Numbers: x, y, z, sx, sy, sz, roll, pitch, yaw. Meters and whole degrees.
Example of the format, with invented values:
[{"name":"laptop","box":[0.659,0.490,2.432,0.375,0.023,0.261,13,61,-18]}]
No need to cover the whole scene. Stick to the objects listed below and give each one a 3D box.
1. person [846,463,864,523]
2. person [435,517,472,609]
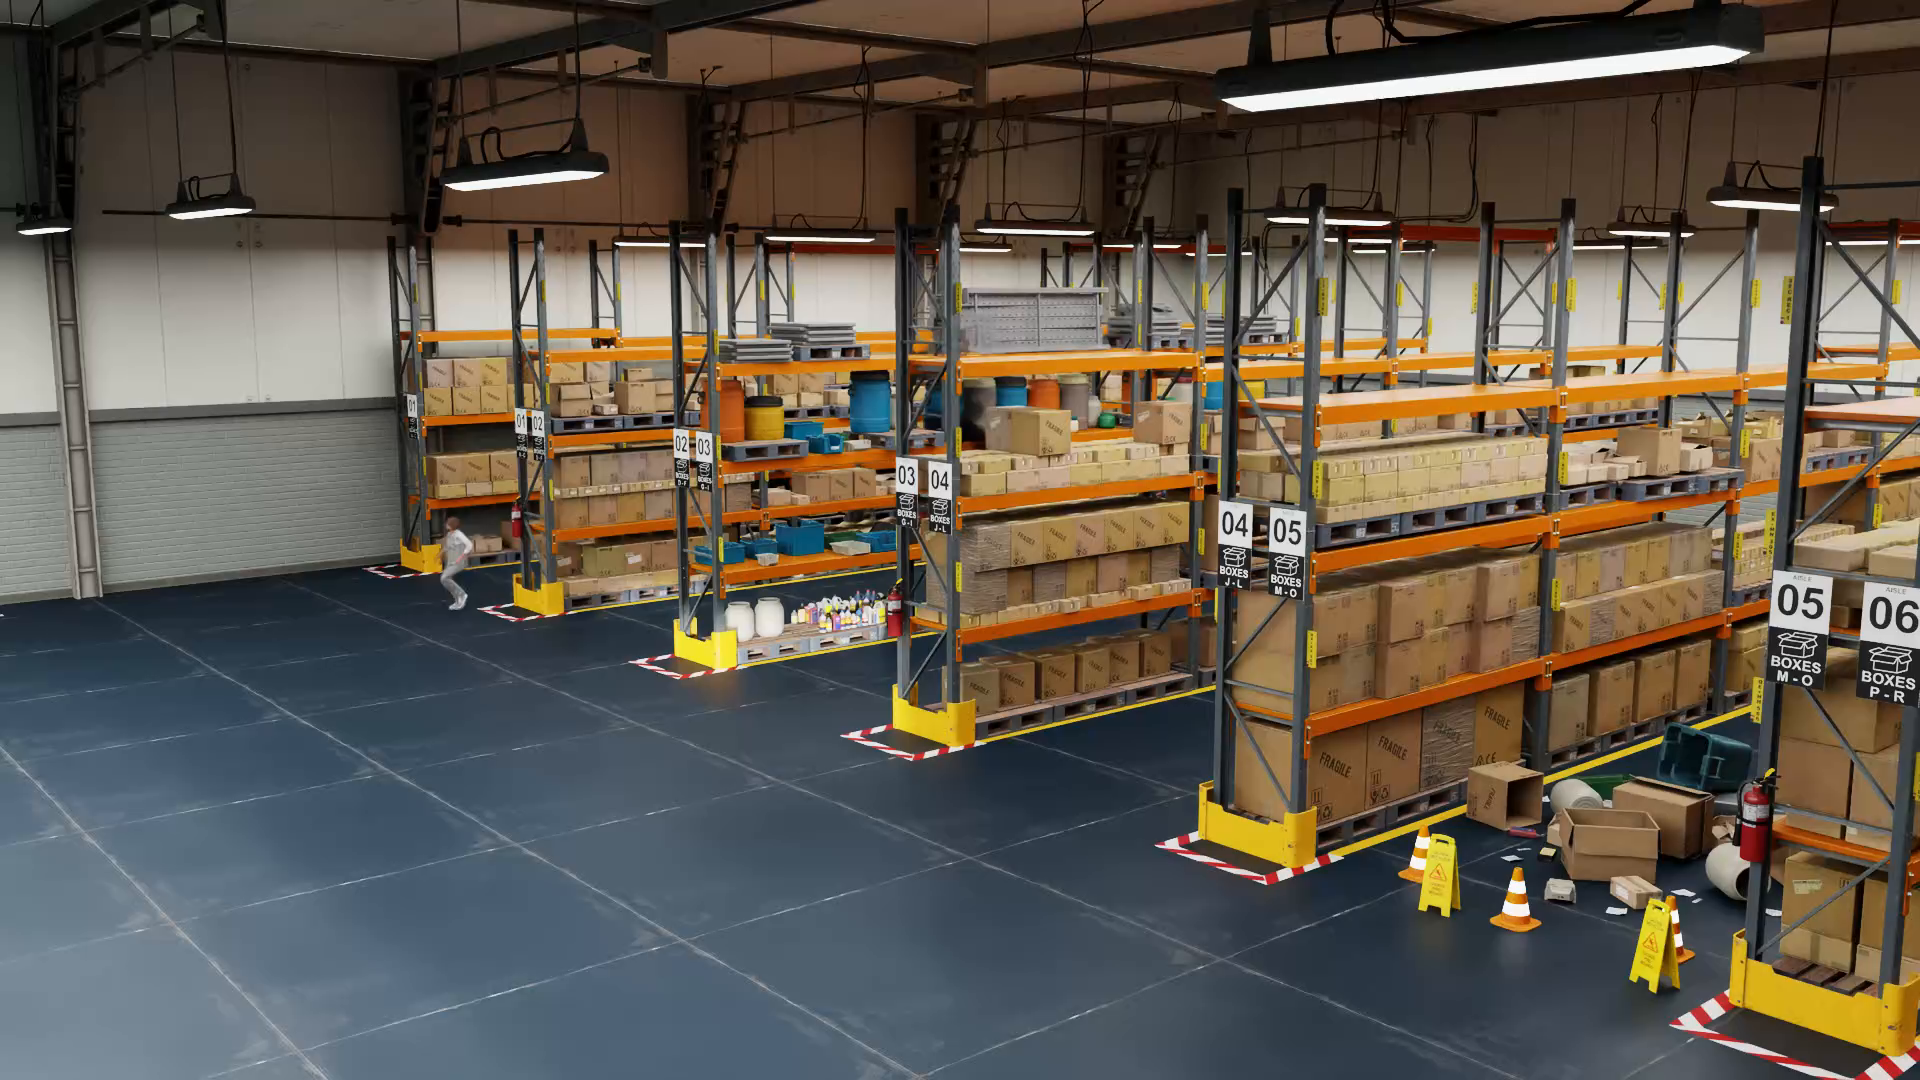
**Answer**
[{"name":"person","box":[-2.034,-0.746,33.272,0.727,1.650,0.585,-8,12,-41]},{"name":"person","box":[-8.000,0.384,26.277,0.640,1.523,0.593,9,12,44]}]
